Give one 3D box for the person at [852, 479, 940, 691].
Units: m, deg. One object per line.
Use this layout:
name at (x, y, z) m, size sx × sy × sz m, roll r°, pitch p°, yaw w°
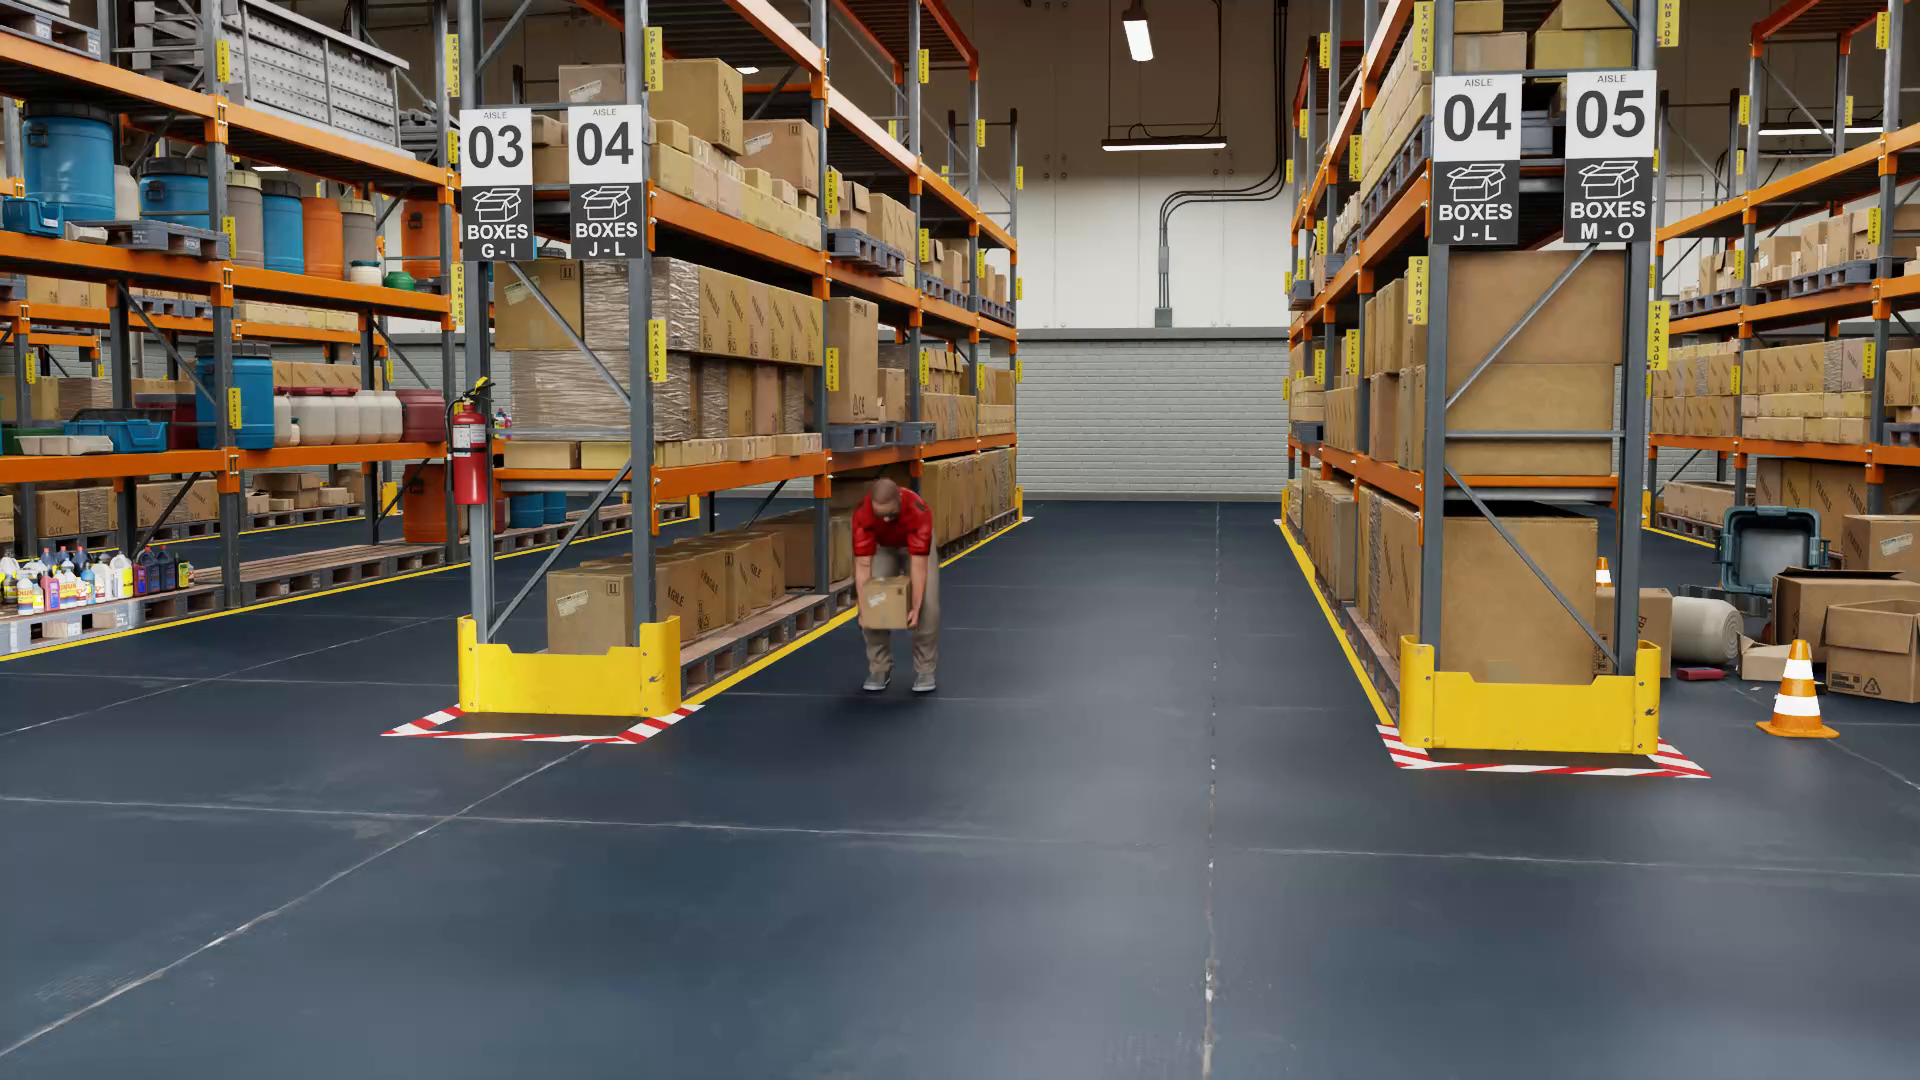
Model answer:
person at (-0.376, 0.264, 9.481) m, size 0.482 × 1.248 × 0.925 m, roll 1°, pitch 4°, yaw 7°
